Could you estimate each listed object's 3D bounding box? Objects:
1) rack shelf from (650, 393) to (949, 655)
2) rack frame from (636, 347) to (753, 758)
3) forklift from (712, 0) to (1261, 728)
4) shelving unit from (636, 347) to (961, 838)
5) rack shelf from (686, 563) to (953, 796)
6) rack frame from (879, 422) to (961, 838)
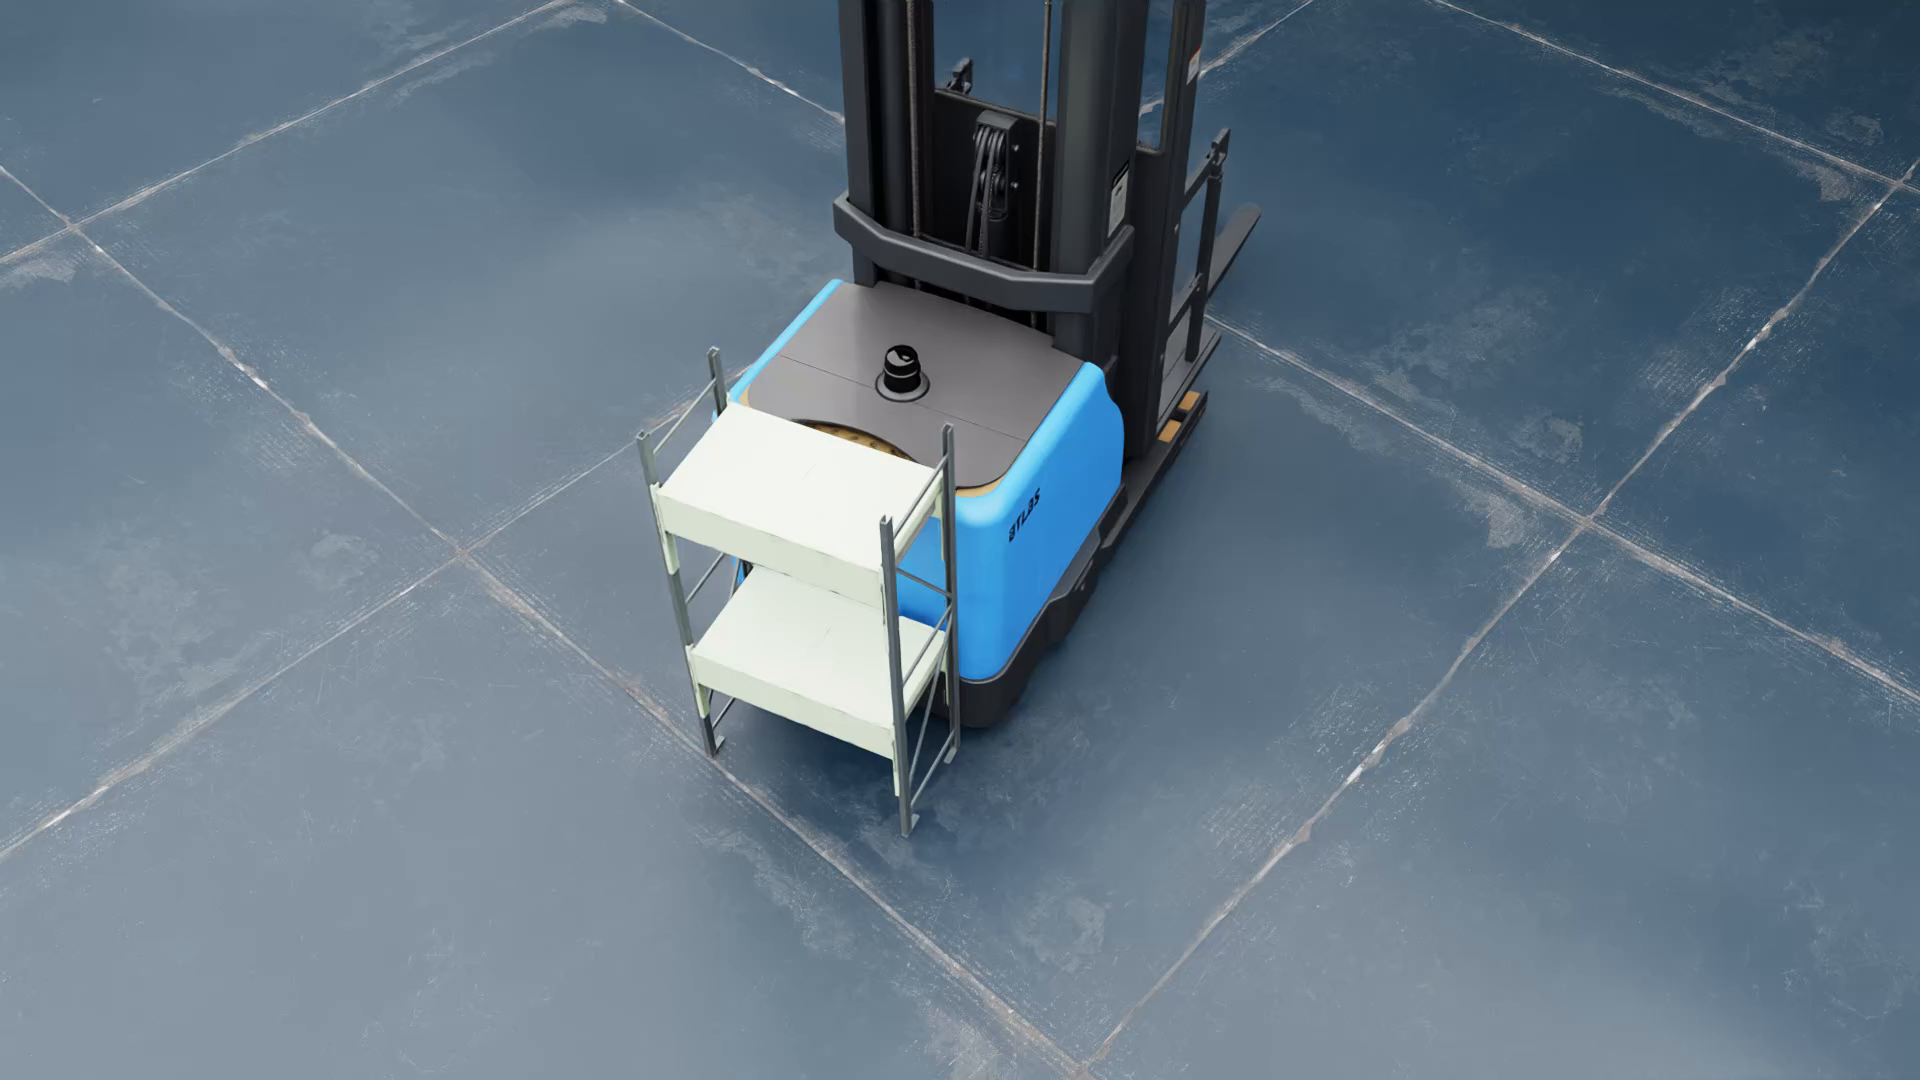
[{"bbox_3d":[-0.438,-0.053,4.727,0.720,0.370,0.431,19,51,17],"label":"rack shelf"},{"bbox_3d":[-0.764,0.092,5.126,0.023,1.500,0.400,19,51,17],"label":"rack frame"},{"bbox_3d":[0.334,-1.454,5.605,1.130,2.935,3.031,21,50,18],"label":"forklift"},{"bbox_3d":[-0.433,0.207,5.018,0.755,1.500,0.431,19,51,17],"label":"shelving unit"},{"bbox_3d":[-0.429,0.424,5.262,0.720,0.370,0.431,19,51,17],"label":"rack shelf"},{"bbox_3d":[-0.102,0.321,4.911,0.023,1.500,0.400,19,51,17],"label":"rack frame"}]
